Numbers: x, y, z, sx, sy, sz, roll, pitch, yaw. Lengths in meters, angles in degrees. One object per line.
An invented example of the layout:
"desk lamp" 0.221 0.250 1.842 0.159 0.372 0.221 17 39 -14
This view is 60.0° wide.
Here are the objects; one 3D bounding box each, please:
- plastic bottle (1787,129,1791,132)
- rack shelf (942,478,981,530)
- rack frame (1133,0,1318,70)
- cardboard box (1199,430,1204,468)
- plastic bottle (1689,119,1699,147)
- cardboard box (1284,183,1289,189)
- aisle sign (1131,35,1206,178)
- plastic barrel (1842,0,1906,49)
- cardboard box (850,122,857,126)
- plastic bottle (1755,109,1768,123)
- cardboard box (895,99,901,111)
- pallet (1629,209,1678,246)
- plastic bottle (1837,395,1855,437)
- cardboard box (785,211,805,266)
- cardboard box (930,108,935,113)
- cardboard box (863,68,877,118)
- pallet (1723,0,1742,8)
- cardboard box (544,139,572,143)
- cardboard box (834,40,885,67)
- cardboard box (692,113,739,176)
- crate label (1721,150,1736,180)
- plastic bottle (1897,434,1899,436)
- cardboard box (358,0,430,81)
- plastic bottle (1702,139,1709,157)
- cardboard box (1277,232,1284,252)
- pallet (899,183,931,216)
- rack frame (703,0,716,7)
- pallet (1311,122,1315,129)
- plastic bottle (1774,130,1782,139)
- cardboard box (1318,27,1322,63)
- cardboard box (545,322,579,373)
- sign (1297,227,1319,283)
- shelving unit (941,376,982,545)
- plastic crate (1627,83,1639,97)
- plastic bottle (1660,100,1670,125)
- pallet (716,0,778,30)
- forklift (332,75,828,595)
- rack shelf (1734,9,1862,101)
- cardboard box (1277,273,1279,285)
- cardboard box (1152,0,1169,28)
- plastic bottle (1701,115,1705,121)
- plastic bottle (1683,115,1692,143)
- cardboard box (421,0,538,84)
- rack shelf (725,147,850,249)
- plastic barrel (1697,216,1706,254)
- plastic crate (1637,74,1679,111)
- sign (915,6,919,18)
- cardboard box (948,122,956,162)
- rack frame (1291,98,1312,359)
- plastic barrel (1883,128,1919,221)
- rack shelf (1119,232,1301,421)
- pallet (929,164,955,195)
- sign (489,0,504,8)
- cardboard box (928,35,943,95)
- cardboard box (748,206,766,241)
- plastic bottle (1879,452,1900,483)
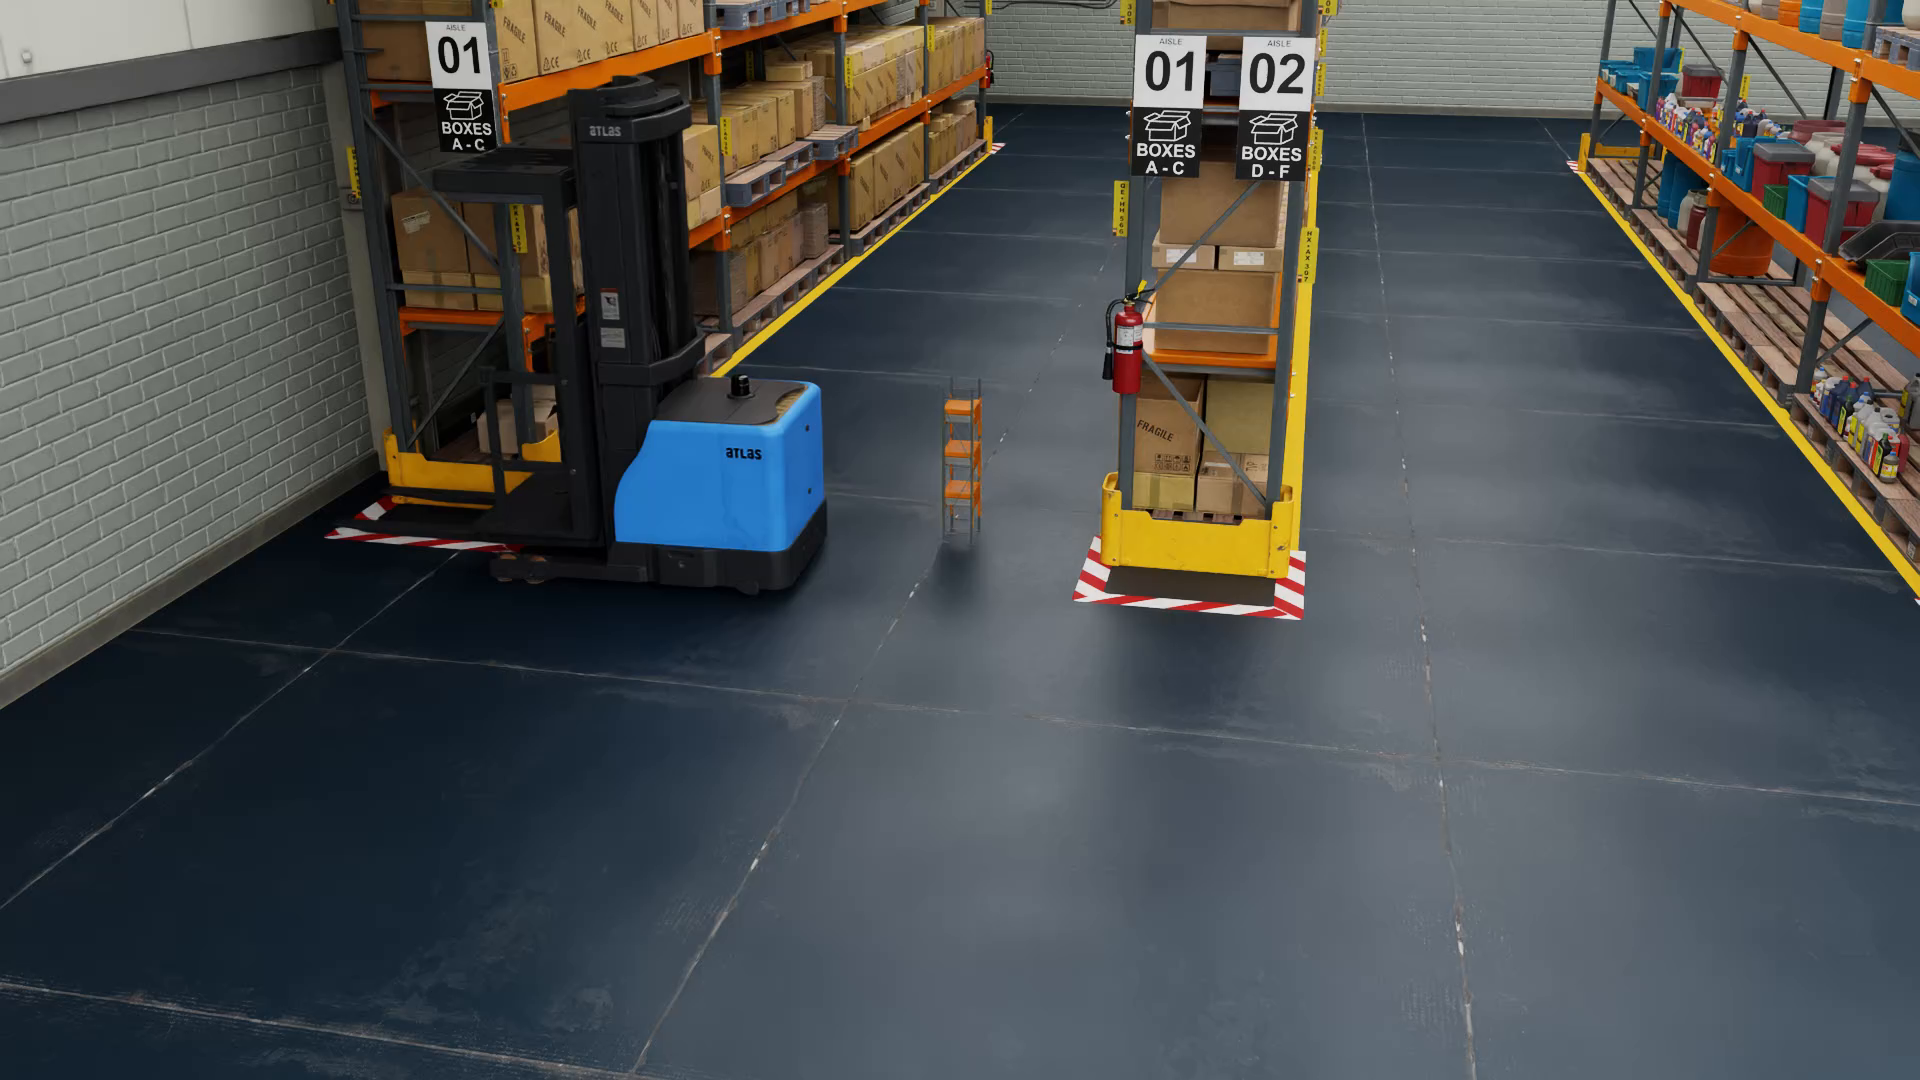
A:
"plastic bottle" 8.539 -4.106 17.189 0.061 0.283 0.133 4 22 11
"rack shelf" 0.011 -0.239 10.814 0.215 0.259 0.240 4 22 11
"rack frame" 1.487 -4.047 8.858 1.000 3.000 0.127 4 22 11
"cardboard box" 1.398 -0.586 11.413 0.500 0.250 0.500 4 22 11
"plastic bottle" 7.866 -4.356 17.810 0.061 0.283 0.133 4 22 11
"cardboard box" 2.197 -2.495 12.031 0.380 0.149 0.250 5 22 12
"aisle sign" 1.186 -2.469 9.489 0.394 0.787 0.004 4 22 11
"plastic barrel" 7.043 -4.175 12.519 0.600 0.901 0.708 4 22 11
"cardboard box" -1.377 -4.654 18.703 0.380 0.149 0.250 5 22 12
"plastic bottle" 8.692 -4.488 18.047 0.144 0.351 0.185 4 22 11
"cardboard box" -0.943 -5.406 20.572 0.380 0.149 0.250 4 22 11
"pallet" 8.586 -3.702 19.763 1.003 0.211 1.213 4 22 11
"plastic bottle" 6.468 -0.903 12.127 0.061 0.283 0.133 5 23 13
"cardboard box" -2.045 -3.164 17.453 0.700 0.500 0.500 4 22 11
"cardboard box" -0.570 -6.162 24.055 0.380 0.149 0.250 5 22 11
"cardboard box" -1.265 -5.109 18.966 0.500 0.500 0.500 5 23 13
"pallet" 8.220 -5.388 16.453 1.003 0.211 1.213 4 22 11
"cardboard box" -3.063 -2.865 13.122 0.500 0.500 0.500 5 22 12
"cardboard box" -1.178 -5.634 19.266 0.500 0.250 0.500 5 22 11
"cardboard box" -2.410 -3.538 14.900 0.700 0.500 0.500 5 22 11
"crate label" 7.515 -3.608 16.022 0.303 0.233 0.416 4 22 11
"plastic bottle" 6.514 -0.635 11.572 0.097 0.201 0.097 0 22 0
"cardboard box" -3.526 -3.260 10.757 0.500 0.500 0.500 6 23 15
"plastic bottle" 7.741 -4.061 17.187 0.097 0.201 0.097 0 22 0
"cardboard box" 1.829 -1.836 10.395 0.380 0.149 0.250 4 22 10
"pallet" -0.998 -4.448 21.616 1.003 0.211 1.213 4 22 11
"rack frame" -2.547 -5.887 13.424 1.000 3.000 0.127 4 22 11
"pallet" 3.189 -4.355 17.908 1.213 0.211 1.003 4 22 11
"plastic bottle" 8.458 -4.100 17.190 0.097 0.271 0.097 0 22 0
"cardboard box" 4.307 -6.314 21.045 0.500 0.500 0.500 5 22 12
"cardboard box" -2.819 -1.405 13.083 0.700 0.500 0.500 3 22 8
"sign" 2.029 -1.658 9.692 0.100 0.325 0.005 4 22 11
"shelving unit" 0.011 -0.507 10.706 0.215 1.050 0.252 4 22 11
"plastic crate" 8.845 -5.840 21.611 0.293 0.136 0.466 4 22 11
"plastic bottle" 8.239 -4.985 19.389 0.097 0.271 0.097 0 22 0
"pallet" -2.316 -4.626 14.560 1.213 0.211 1.003 4 22 11
"forklift" -2.425 -1.280 10.107 3.031 2.935 1.130 4 22 9
"rack shelf" 7.560 -4.138 14.060 1.077 0.370 4.000 4 22 11
"cardboard box" 1.908 -2.047 11.788 0.700 0.500 0.500 5 23 13
"cardboard box" 1.464 -3.287 10.437 0.500 0.250 0.500 4 22 11
"plastic bottle" 8.132 -4.528 18.255 0.097 0.271 0.097 0 22 0
"plastic bottle" 7.931 -4.472 18.099 0.061 0.283 0.133 4 22 11
"cardboard box" -3.050 -3.191 10.586 0.500 0.500 0.500 5 22 12
"rack shelf" -2.139 -3.502 16.496 1.077 0.370 4.000 4 22 11
"plastic barrel" 8.079 -3.246 17.666 0.421 0.512 0.421 0 22 0
"plastic crate" 8.546 -5.492 20.415 0.392 0.384 0.575 4 22 11
"sign" -0.640 -7.975 25.376 0.100 0.325 0.005 4 22 11
"cardboard box" -0.449 -5.702 23.779 0.700 0.500 0.500 5 22 12
"rack frame" 2.304 -2.728 13.611 1.000 3.000 0.127 4 22 11
"plastic barrel" 7.527 -2.699 12.870 0.600 0.901 0.708 4 22 11
"rack shelf" 1.895 -1.662 11.929 1.077 0.370 4.000 4 22 11
"pallet" -0.683 -5.008 23.006 1.003 0.211 1.213 4 22 11
"sign" -2.832 -3.396 10.087 0.100 0.325 0.005 4 22 11
"cardboard box" -0.788 -6.366 22.243 0.980 0.700 0.700 5 22 12
"cardboard box" -2.224 -3.119 16.335 0.500 0.250 0.500 4 22 9
"plastic bottle" 6.281 -0.497 11.229 0.097 0.201 0.097 0 22 0
